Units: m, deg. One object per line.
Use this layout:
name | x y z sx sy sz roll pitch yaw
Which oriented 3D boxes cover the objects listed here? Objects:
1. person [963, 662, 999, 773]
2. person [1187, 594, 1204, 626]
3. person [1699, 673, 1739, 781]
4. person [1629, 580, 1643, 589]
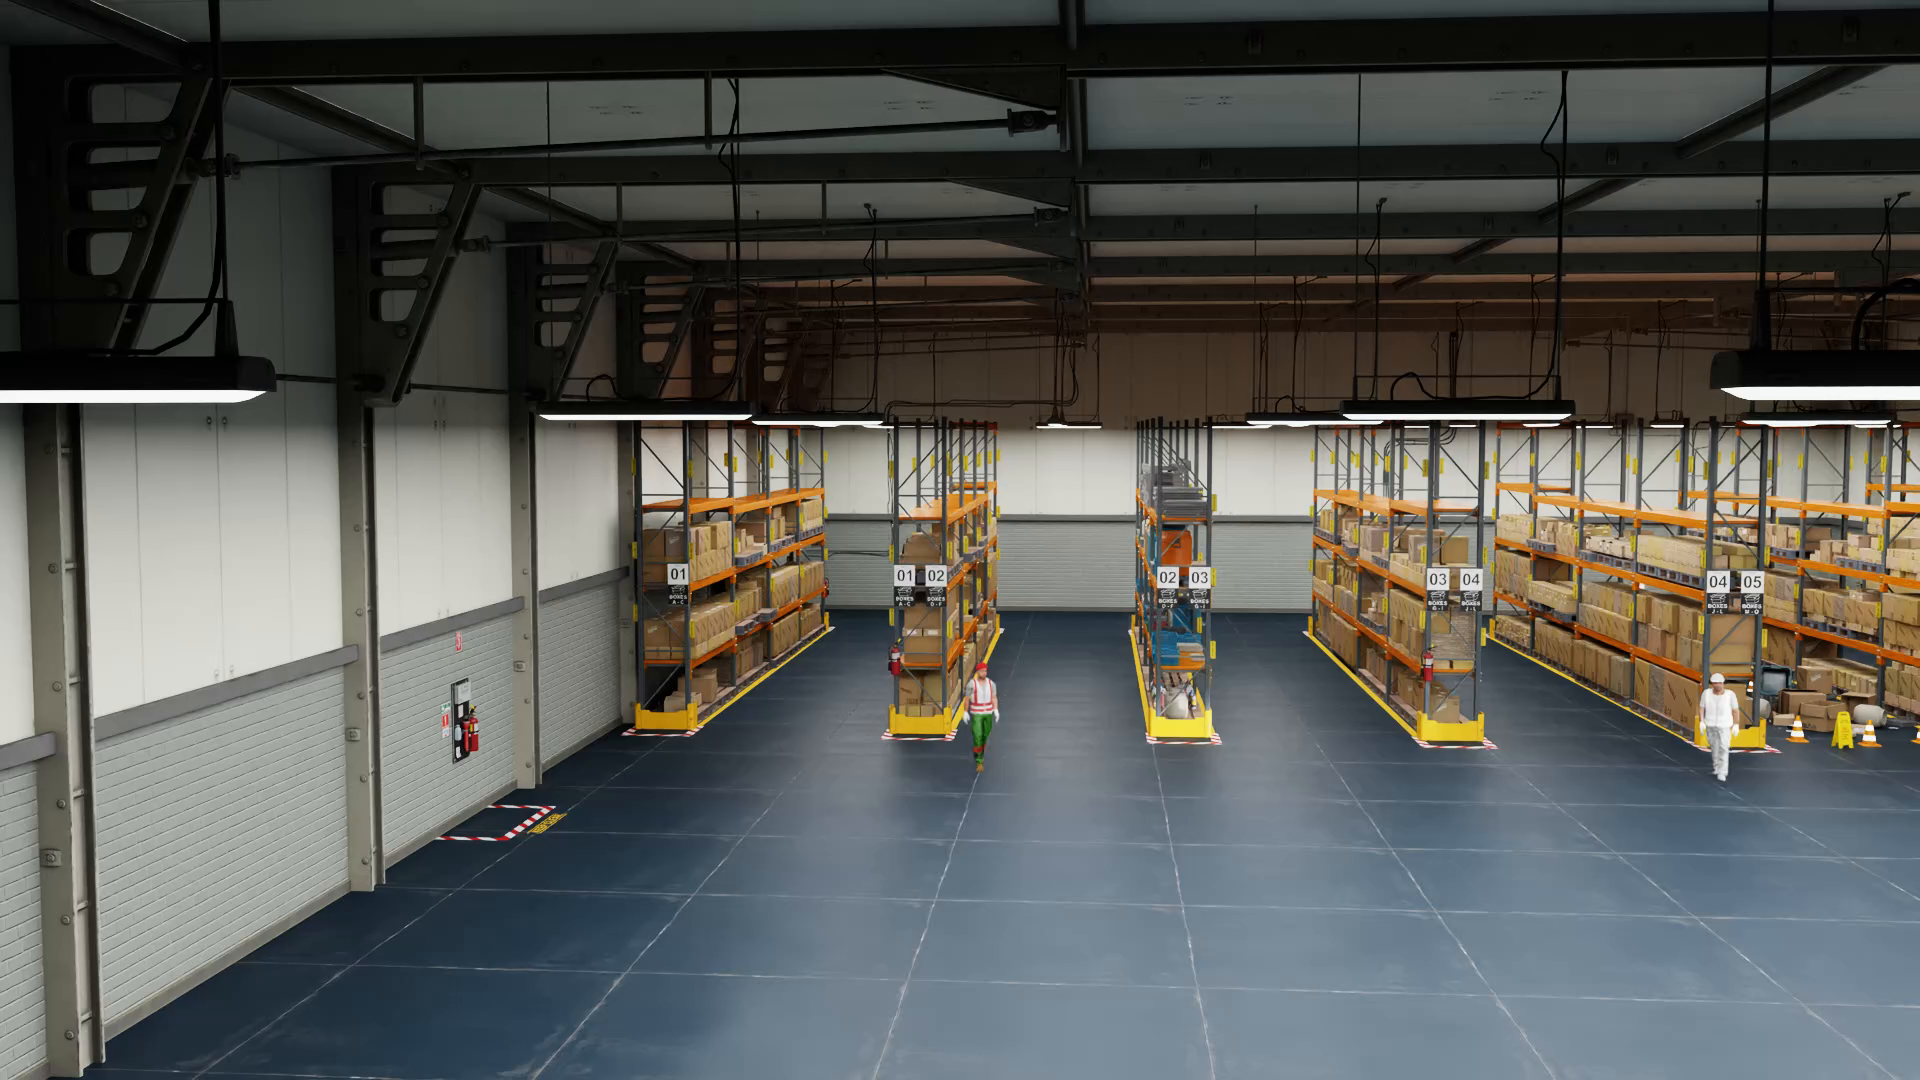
person | 0.394 2.987 28.297 0.556 1.801 0.752 -2 4 -26
person | 6.786 1.693 48.956 0.834 1.661 0.491 2 4 24
person | 12.403 3.045 27.244 0.577 1.727 1.035 3 5 38
person | 19.159 1.780 47.116 0.989 1.734 0.573 0 4 2
